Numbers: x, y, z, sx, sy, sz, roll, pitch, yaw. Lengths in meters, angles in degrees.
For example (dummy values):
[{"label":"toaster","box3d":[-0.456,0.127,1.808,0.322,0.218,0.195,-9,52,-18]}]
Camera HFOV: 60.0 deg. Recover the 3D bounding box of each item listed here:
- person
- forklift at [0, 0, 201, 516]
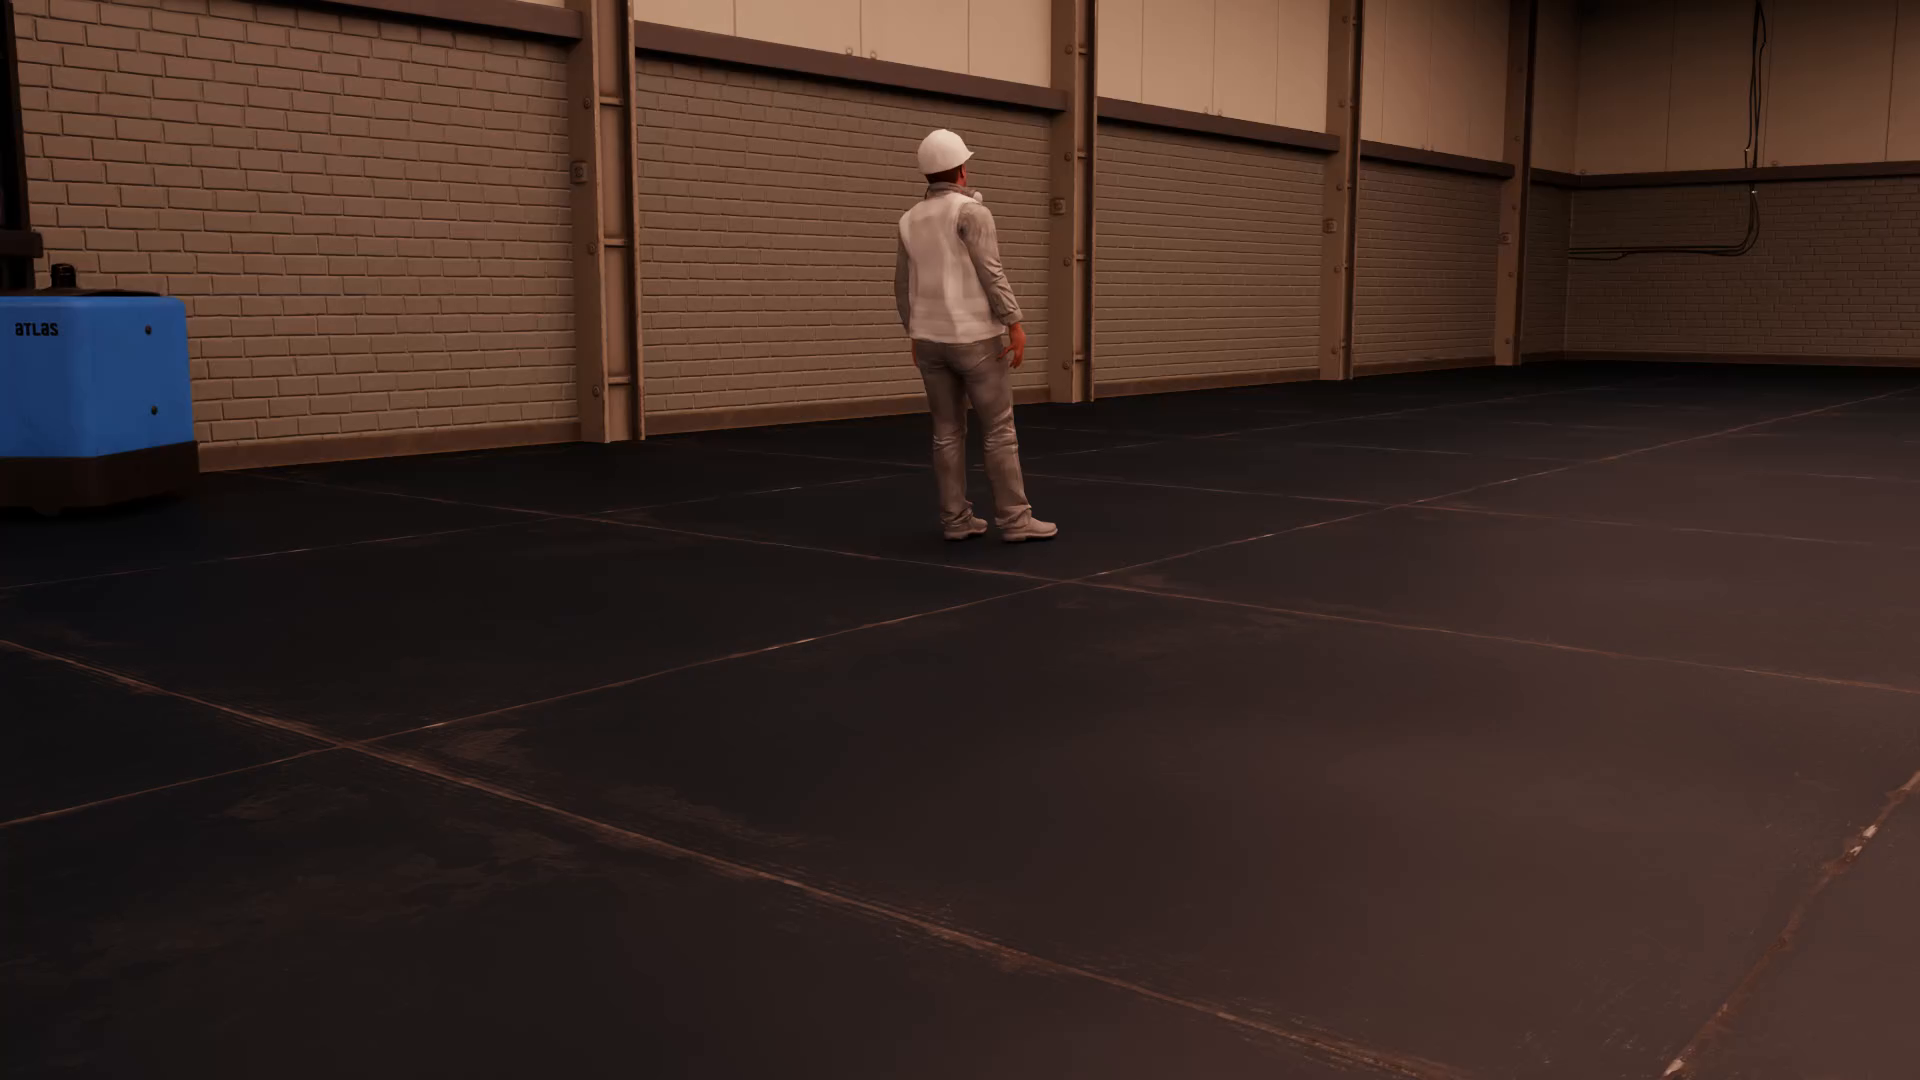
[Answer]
[{"label":"person","box3d":[0.045,-0.891,7.318,0.632,1.773,0.568,7,11,38]},{"label":"forklift","box3d":[-5.609,-1.623,8.374,3.031,2.935,1.130,1,8,4]}]
